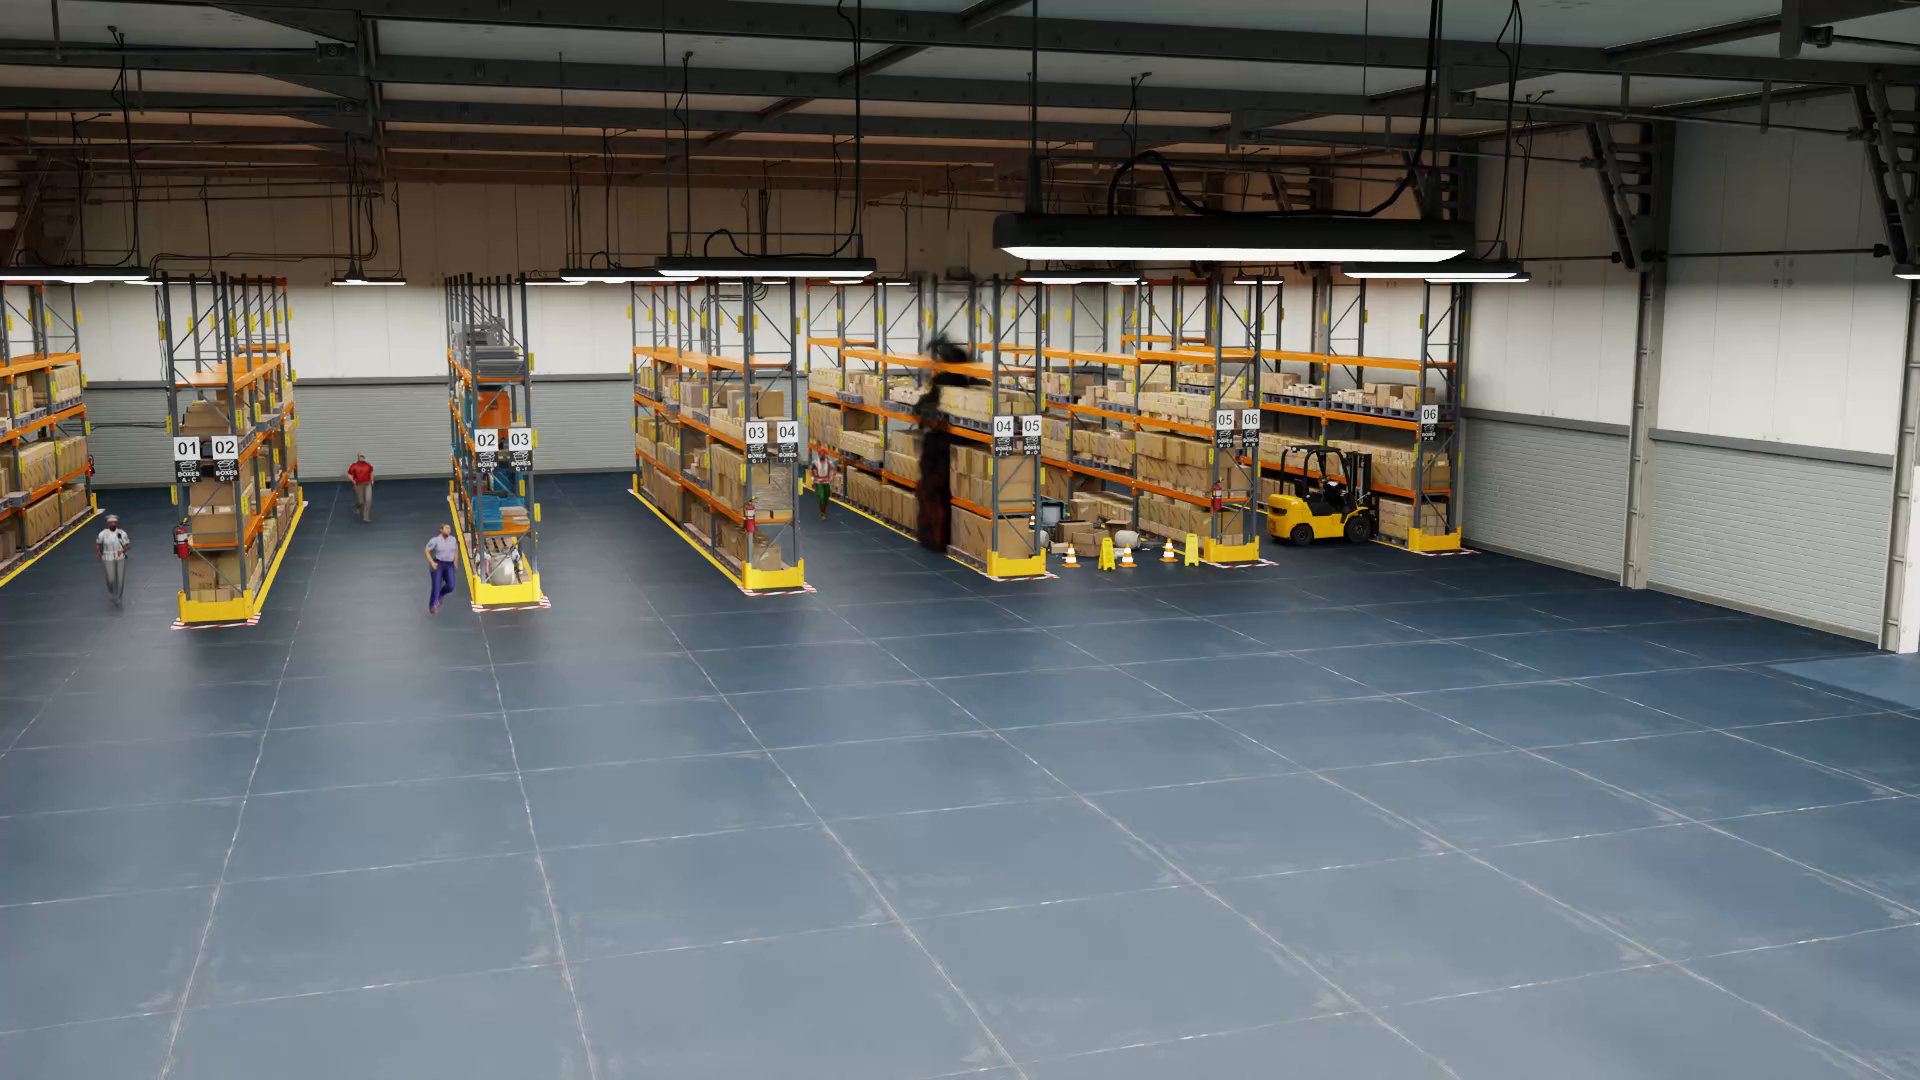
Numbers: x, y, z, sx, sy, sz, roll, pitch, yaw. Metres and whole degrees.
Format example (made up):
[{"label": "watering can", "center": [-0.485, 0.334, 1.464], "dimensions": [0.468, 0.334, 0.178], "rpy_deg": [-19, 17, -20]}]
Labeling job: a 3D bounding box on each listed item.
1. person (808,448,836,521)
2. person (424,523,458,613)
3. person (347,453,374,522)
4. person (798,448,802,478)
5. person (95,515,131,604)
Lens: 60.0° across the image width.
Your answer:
[{"label": "person", "center": [-3.430, -1.405, 41.547], "dimensions": [0.668, 1.786, 0.892], "rpy_deg": [-2, 9, -13]}, {"label": "person", "center": [-9.209, 0.487, 29.689], "dimensions": [0.657, 1.589, 0.520], "rpy_deg": [-7, 11, -39]}, {"label": "person", "center": [-14.832, -1.317, 41.265], "dimensions": [0.668, 1.700, 0.735], "rpy_deg": [-6, 11, -36]}, {"label": "person", "center": [-4.600, -1.964, 45.239], "dimensions": [0.674, 1.735, 0.756], "rpy_deg": [-3, 9, -20]}, {"label": "person", "center": [-15.354, 0.361, 30.189], "dimensions": [0.573, 1.653, 0.555], "rpy_deg": [-5, 10, -29]}]
